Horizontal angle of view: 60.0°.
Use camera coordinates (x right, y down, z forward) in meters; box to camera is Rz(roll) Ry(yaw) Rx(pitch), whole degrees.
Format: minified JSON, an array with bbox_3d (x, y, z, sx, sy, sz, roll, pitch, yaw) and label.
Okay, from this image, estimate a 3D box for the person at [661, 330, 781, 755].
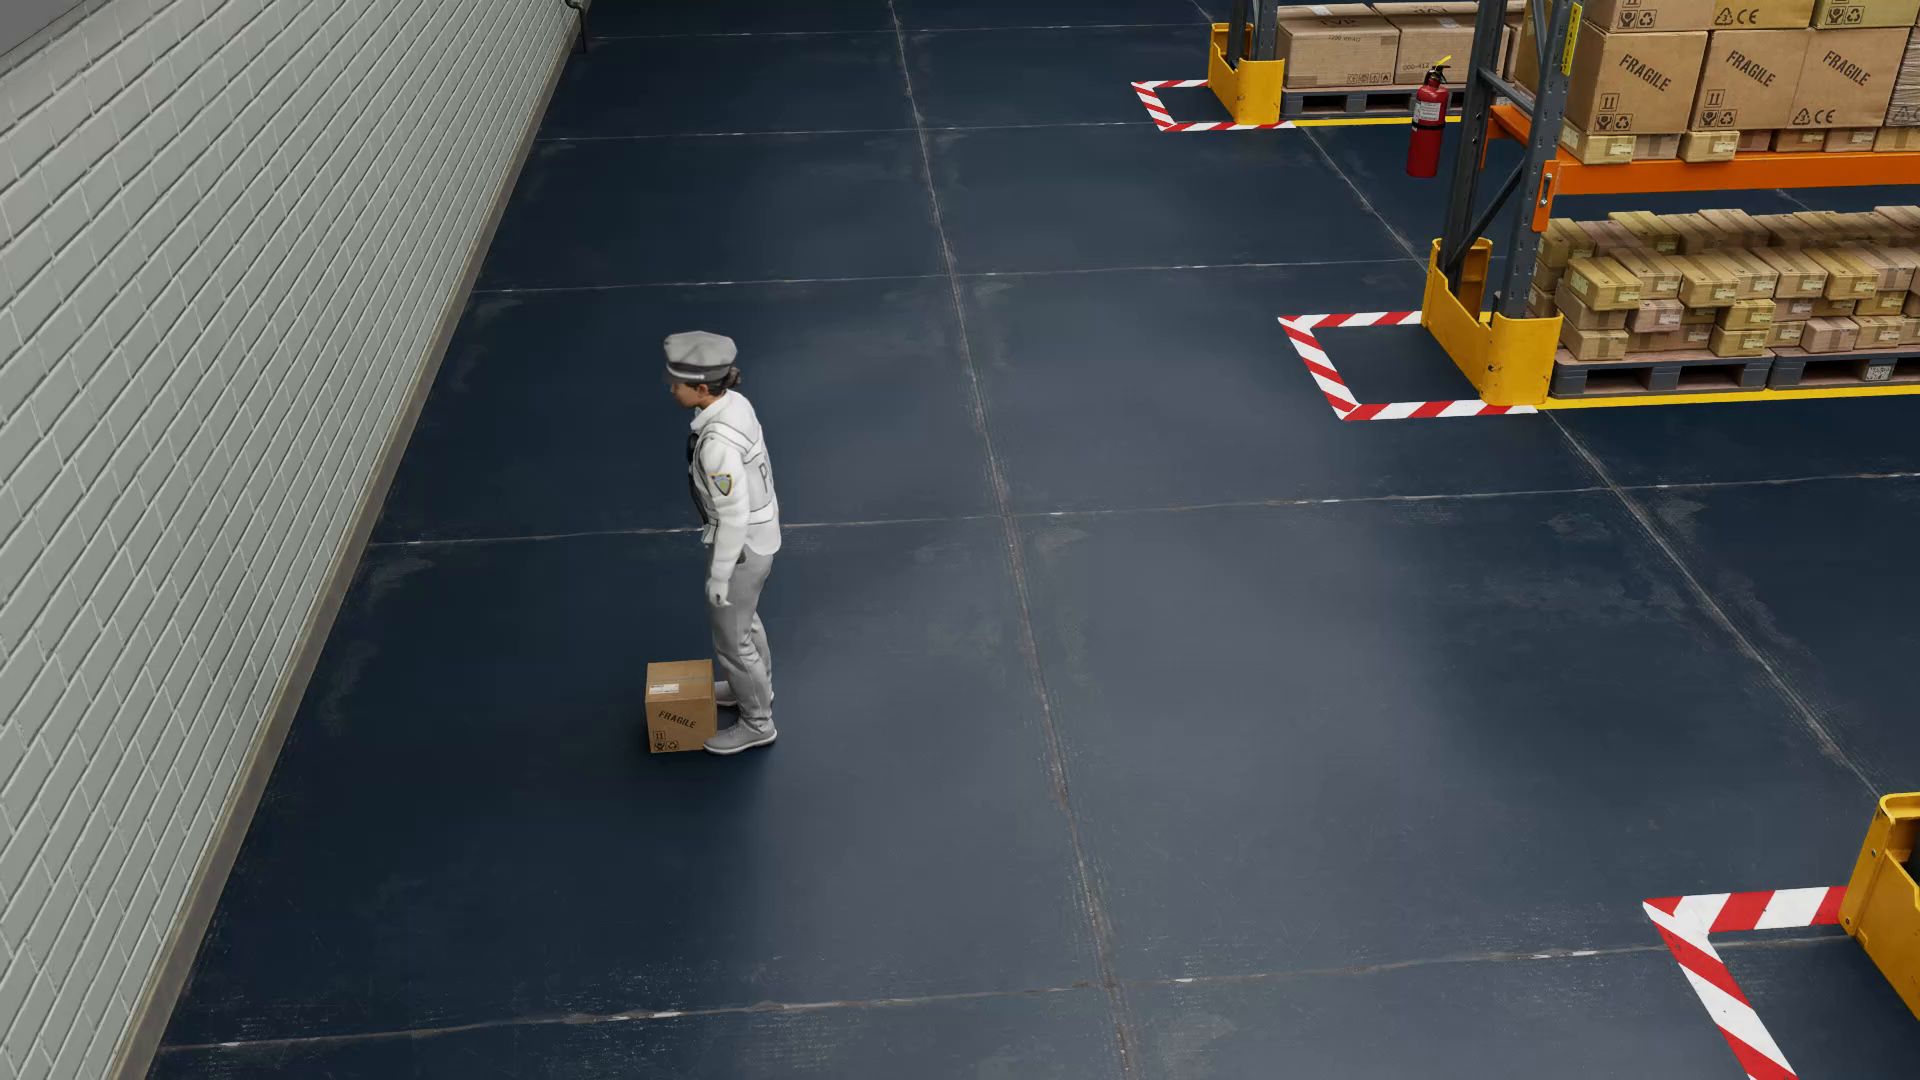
[{"bbox_3d":[-0.840,0.021,6.095,0.372,1.664,0.529,-3,31,-4],"label":"person"}]
